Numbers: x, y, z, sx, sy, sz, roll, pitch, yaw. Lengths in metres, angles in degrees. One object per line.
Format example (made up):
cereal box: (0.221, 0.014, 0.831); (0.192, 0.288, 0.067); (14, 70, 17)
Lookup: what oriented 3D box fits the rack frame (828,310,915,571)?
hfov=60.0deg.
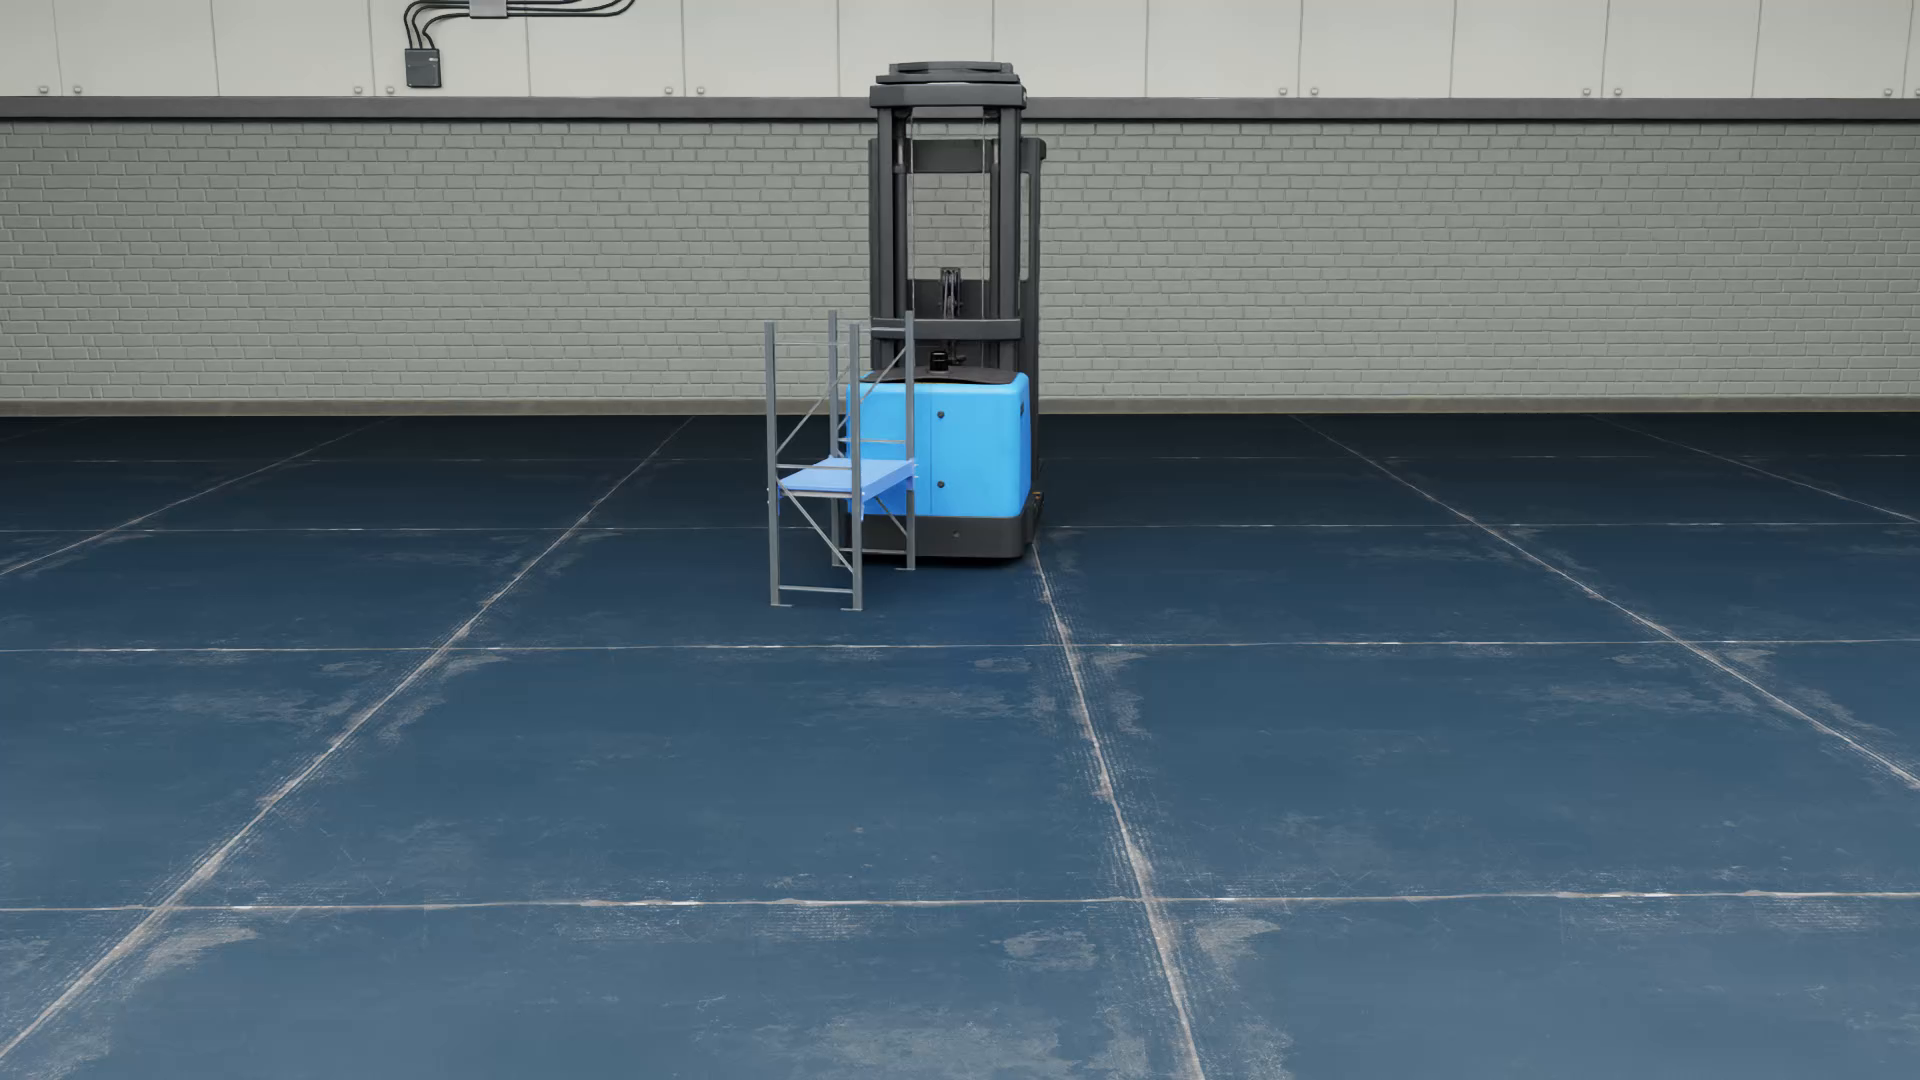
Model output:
rack frame: (-0.506, -0.569, 9.591); (0.500, 1.500, 0.032); (3, 12, 14)

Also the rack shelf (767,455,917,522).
rack shelf: (-0.632, -0.295, 9.144); (0.538, 0.185, 1.000); (3, 12, 14)

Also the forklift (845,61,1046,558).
forklift: (-0.010, -1.569, 10.922); (1.130, 2.935, 3.031); (1, 12, 6)

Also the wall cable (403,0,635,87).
wall cable: (-4.175, -7.324, 15.476); (2.305, 6.003, 0.169); (0, 11, -1)

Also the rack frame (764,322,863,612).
rack frame: (-0.757, -0.373, 8.625); (0.500, 1.500, 0.032); (3, 12, 14)

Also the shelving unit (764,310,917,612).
shelving unit: (-0.632, -0.471, 9.108); (0.538, 1.500, 1.048); (3, 12, 14)
